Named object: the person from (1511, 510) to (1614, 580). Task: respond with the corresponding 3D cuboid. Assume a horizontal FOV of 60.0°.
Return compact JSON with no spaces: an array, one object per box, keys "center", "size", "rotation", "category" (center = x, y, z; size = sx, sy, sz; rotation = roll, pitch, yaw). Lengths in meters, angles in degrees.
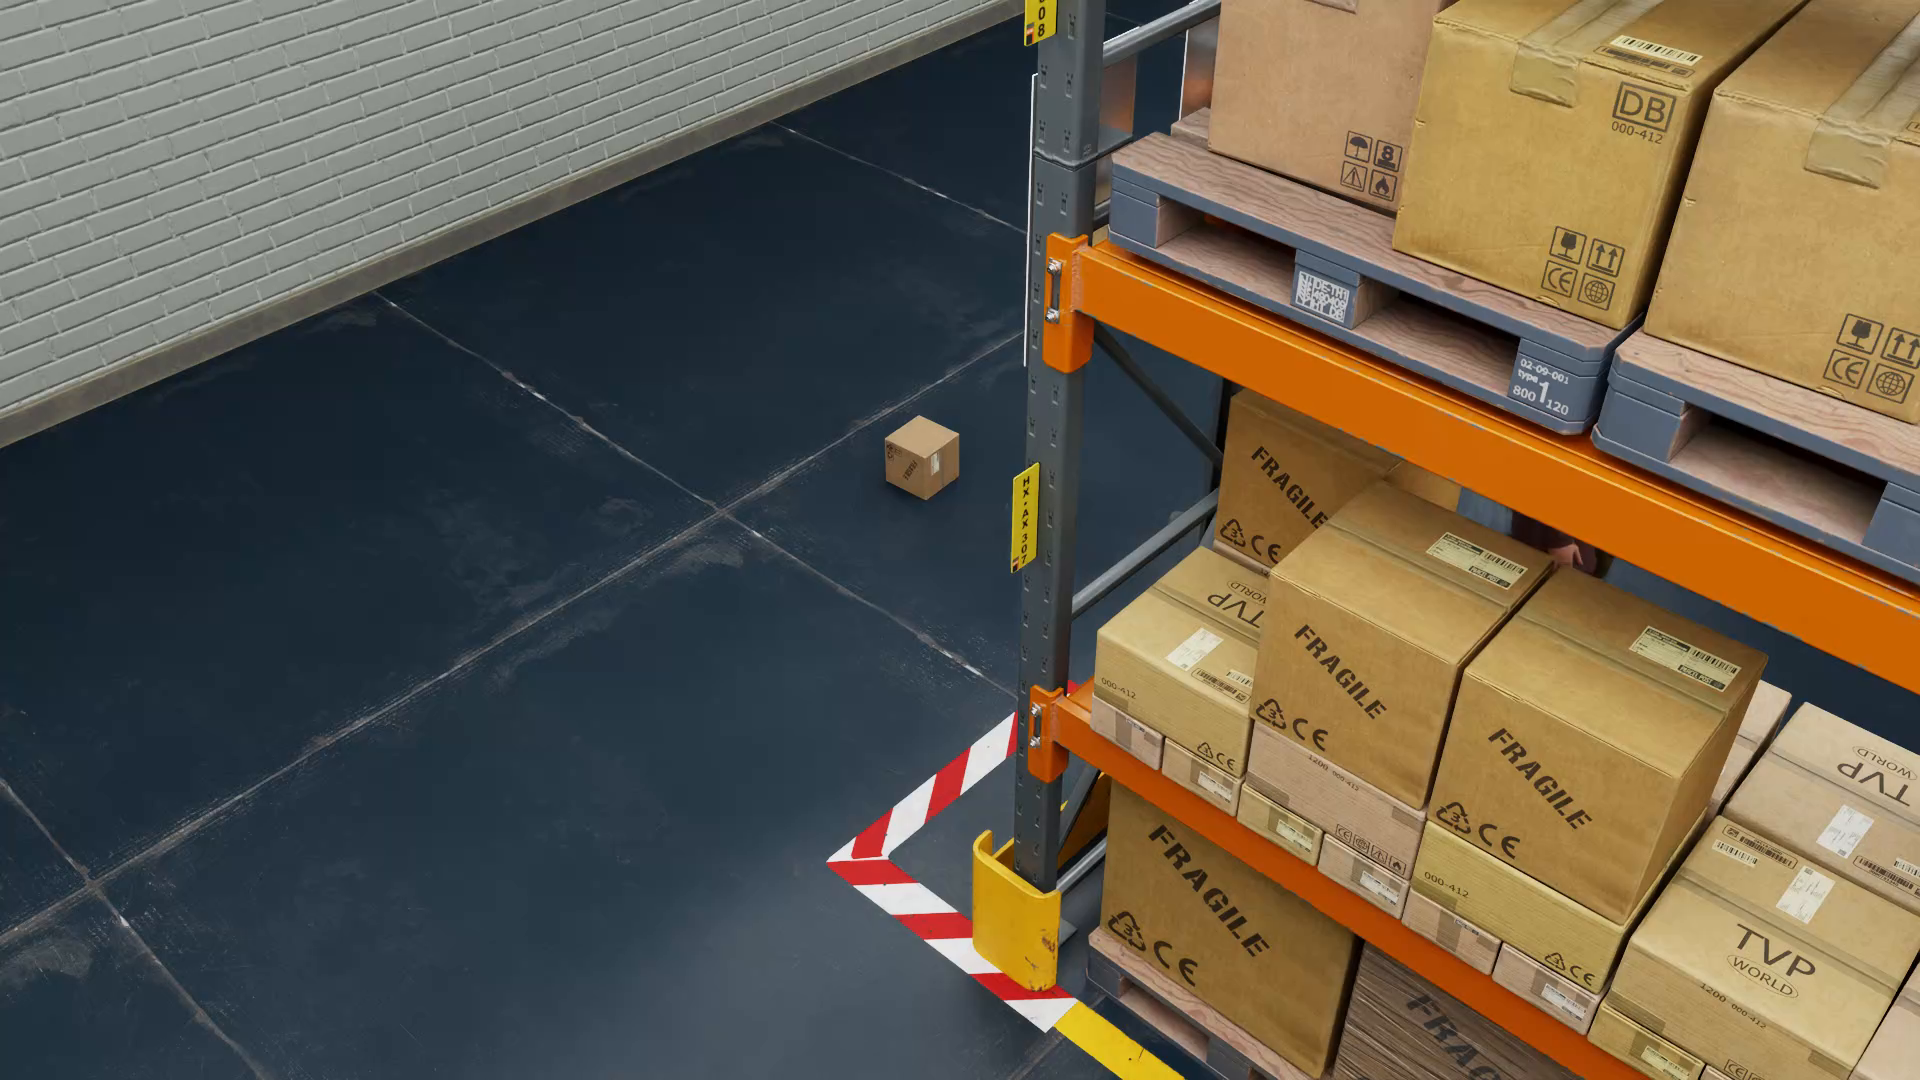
[{"center":[2.261,-0.133,6.301],"size":[0.534,1.780,0.593],"rotation":[17,42,20],"category":"person"}]
